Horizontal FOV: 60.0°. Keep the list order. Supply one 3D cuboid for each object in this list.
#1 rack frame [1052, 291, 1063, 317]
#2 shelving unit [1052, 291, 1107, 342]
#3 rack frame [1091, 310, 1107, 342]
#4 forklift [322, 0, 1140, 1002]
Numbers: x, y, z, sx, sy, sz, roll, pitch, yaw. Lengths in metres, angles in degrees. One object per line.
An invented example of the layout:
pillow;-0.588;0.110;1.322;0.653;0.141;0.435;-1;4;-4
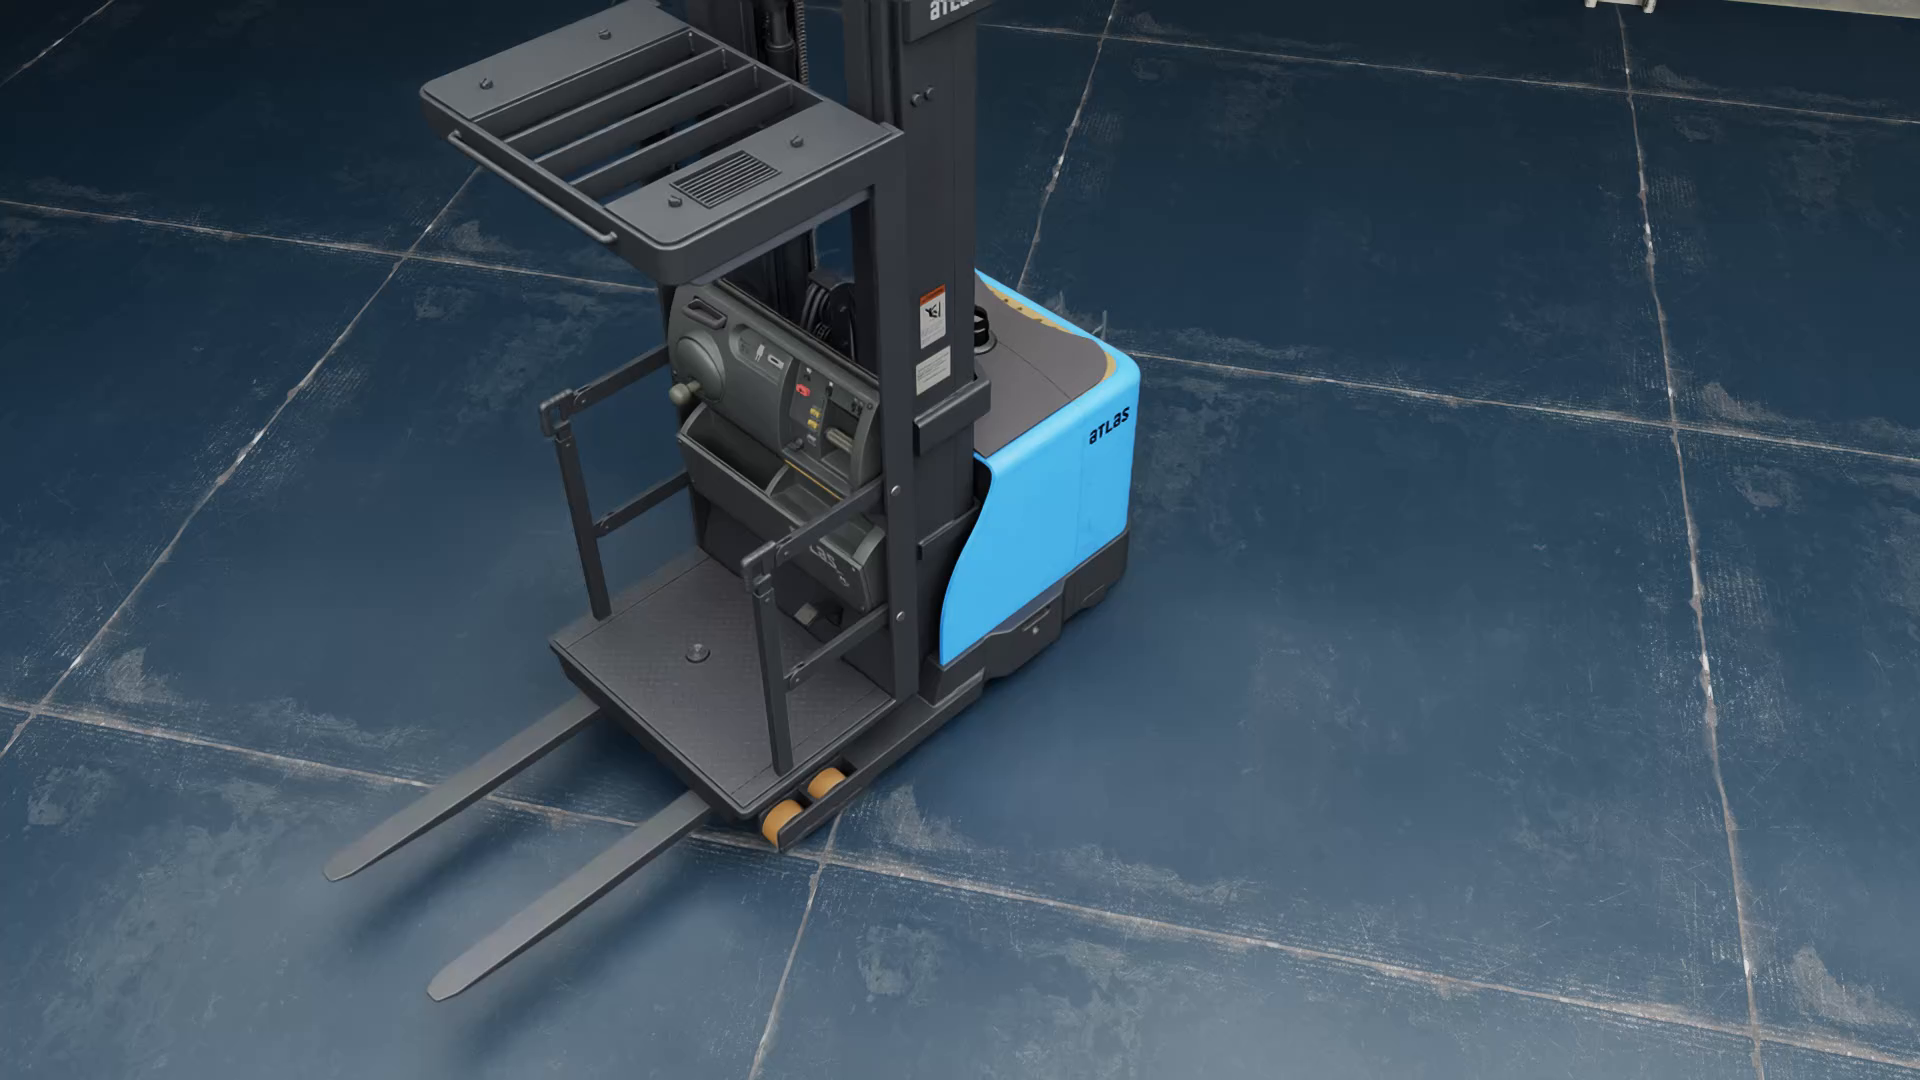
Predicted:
rack frame;0.325;-0.573;6.697;0.006;0.900;0.240;27;50;26
shelving unit;0.406;-0.531;6.653;0.210;0.900;0.258;27;50;26
rack frame;0.487;-0.489;6.609;0.006;0.900;0.240;27;50;26
forklift;-0.742;-0.416;5.068;1.130;2.935;3.031;35;54;31
